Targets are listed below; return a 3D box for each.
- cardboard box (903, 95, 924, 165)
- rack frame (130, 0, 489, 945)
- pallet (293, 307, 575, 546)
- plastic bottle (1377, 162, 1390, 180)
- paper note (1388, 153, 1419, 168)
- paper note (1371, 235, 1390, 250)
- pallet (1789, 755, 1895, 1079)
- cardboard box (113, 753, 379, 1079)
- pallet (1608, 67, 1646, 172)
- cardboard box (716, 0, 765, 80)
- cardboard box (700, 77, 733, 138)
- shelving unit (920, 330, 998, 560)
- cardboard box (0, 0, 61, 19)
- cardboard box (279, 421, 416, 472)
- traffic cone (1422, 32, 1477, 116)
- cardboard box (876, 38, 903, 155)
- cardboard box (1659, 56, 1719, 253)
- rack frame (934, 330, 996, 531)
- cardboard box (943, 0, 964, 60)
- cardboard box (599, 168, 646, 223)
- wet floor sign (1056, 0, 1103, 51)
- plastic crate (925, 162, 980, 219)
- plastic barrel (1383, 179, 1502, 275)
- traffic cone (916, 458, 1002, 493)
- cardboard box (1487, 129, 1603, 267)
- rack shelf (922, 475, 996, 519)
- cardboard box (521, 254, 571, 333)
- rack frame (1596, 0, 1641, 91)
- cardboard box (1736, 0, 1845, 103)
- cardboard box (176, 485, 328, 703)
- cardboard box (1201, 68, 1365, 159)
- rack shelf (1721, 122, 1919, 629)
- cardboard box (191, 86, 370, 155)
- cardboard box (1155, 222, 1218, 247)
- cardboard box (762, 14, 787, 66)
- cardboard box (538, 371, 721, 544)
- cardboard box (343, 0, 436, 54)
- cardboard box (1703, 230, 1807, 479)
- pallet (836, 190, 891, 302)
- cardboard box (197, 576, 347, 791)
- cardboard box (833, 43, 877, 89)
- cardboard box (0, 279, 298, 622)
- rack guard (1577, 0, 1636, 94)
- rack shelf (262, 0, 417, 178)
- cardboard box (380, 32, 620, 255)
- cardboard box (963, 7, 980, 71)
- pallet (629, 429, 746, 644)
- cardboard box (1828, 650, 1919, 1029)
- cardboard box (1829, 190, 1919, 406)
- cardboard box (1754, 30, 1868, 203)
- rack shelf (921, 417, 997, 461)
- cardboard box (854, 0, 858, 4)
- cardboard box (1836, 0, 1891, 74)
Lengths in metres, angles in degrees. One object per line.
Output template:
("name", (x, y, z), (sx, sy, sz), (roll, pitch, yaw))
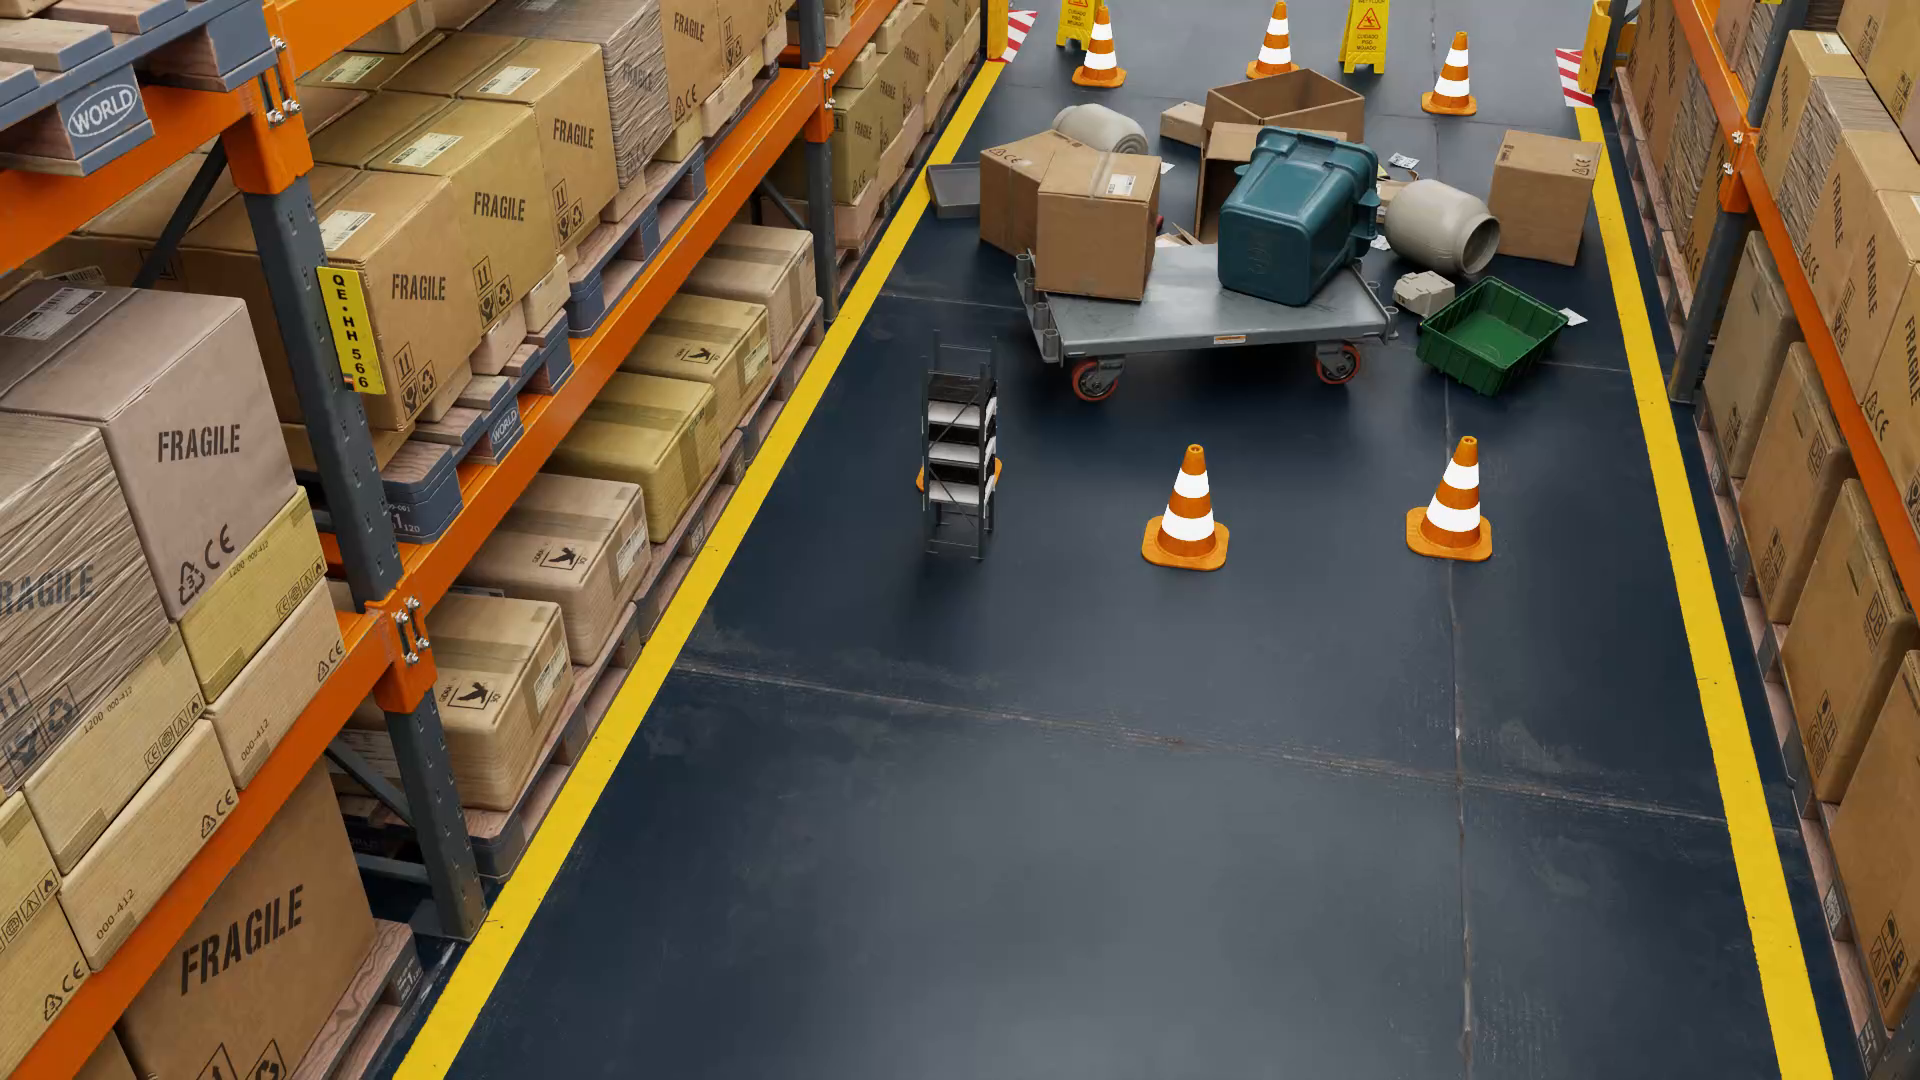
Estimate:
("cardboard box", (-0.502, -2.349, 9.421), (0.500, 0.250, 0.500), (7, 36, 9))
("rack frame", (-1.960, -0.083, 4.308), (1.000, 3.000, 0.127), (7, 37, 10))
("pallet", (-1.912, -0.427, 4.947), (1.213, 0.211, 1.003), (7, 37, 10))
("plastic bottle", (2.396, -2.099, 9.594), (0.133, 0.061, 0.283), (-5, 36, -6))
("paper note", (2.621, -2.242, 9.818), (0.144, 0.017, 0.142), (20, 41, 26))
("paper note", (2.254, -1.616, 8.961), (0.172, 0.023, 0.155), (20, 41, 26))
("pallet", (3.139, 1.166, 4.961), (1.003, 0.211, 1.213), (7, 37, 10))
("cardboard box", (-2.189, 0.993, 4.277), (0.875, 0.875, 0.875), (7, 37, 10))
("pallet", (4.512, -2.510, 10.033), (1.003, 0.211, 1.213), (7, 37, 10))
("cardboard box", (-1.085, -2.129, 6.435), (0.500, 0.500, 0.500), (8, 37, 10))
("cardboard box", (-1.090, -1.667, 6.350), (0.380, 0.149, 0.250), (8, 37, 10))
("shelving unit", (-0.002, -0.360, 6.479), (0.258, 0.900, 0.210), (7, 37, 10))
("cardboard box", (-1.893, -1.274, 2.950), (0.797, 0.503, 0.637), (5, 36, 7))
("cardboard box", (-1.709, -0.314, 4.484), (0.380, 0.149, 0.250), (5, 36, 7))
("traffic cone", (3.105, -2.953, 10.430), (0.336, 0.463, 0.334), (7, 37, 10))
("cardboard box", (-0.613, -2.349, 8.782), (0.500, 0.500, 0.500), (9, 37, 12))
("cardboard box", (4.143, -1.992, 8.396), (0.875, 0.875, 0.875), (8, 37, 10))
("rack frame", (0.020, -0.418, 6.560), (0.240, 0.900, 0.006), (7, 37, 10))
("cardboard box", (-0.276, -3.238, 10.008), (0.500, 0.500, 0.500), (9, 37, 12))
("cardboard box", (-1.316, -1.235, 5.754), (0.380, 0.149, 0.250), (8, 37, 11))
("wet floor sign", (0.835, -3.691, 11.293), (0.267, 0.644, 0.232), (20, 41, 26))
("plastic crate", (0.031, -1.991, 9.429), (0.402, 0.080, 0.583), (-5, 36, -6))
("plastic barrel", (2.495, -1.613, 8.615), (0.421, 0.421, 0.512), (-24, 42, -30))
("traffic cone", (-0.003, -0.463, 6.994), (0.336, 0.463, 0.334), (7, 37, 10))
("cardboard box", (3.081, -1.821, 8.835), (0.500, 0.500, 0.500), (14, 38, 18))
("rack shelf", (-0.002, -0.187, 6.605), (0.258, 0.077, 0.200), (7, 37, 10))
("cardboard box", (-1.433, -0.778, 5.124), (0.380, 0.149, 0.250), (8, 37, 10))
("rack frame", (4.606, -4.107, 9.860), (1.000, 3.000, 0.127), (7, 37, 10))
("cardboard box", (3.819, -2.087, 6.946), (0.875, 0.550, 0.550), (7, 37, 10))
("cardboard box", (-1.815, 0.085, 3.779), (0.500, 0.250, 0.500), (7, 37, 10))
("cardboard box", (1.847, -2.334, 9.542), (0.797, 0.503, 0.637), (-17, 39, -22))
("rack shelf", (3.325, -0.376, 5.325), (1.077, 0.370, 4.000), (7, 37, 10))
("cardboard box", (-2.035, -1.007, 4.887), (0.500, 0.500, 0.500), (7, 36, 9))
("cardboard box", (1.165, -1.467, 8.548), (0.258, 0.266, 0.396), (-17, 39, -22))
("cardboard box", (-0.946, -2.115, 6.968), (0.380, 0.149, 0.250), (8, 37, 11))
("cardboard box", (-1.512, -0.370, 6.586), (0.950, 0.372, 0.625), (8, 37, 12))
("cardboard box", (-1.886, -1.650, 5.221), (0.380, 0.149, 0.250), (6, 36, 8))
("cardboard box", (3.707, -0.706, 6.727), (1.050, 0.750, 0.750), (7, 37, 10))
("pallet", (-0.997, -1.637, 8.828), (1.003, 0.211, 1.213), (7, 37, 10))
("cardboard box", (-1.814, 0.300, 3.908), (0.500, 0.250, 0.500), (6, 36, 8))
("cardboard box", (-0.631, -2.368, 8.254), (0.380, 0.149, 0.250), (8, 37, 11))
("cardboard box", (-1.815, -0.199, 3.531), (0.500, 0.500, 0.500), (6, 36, 9))
("rack guard", (4.611, -3.109, 10.613), (1.175, 0.500, 0.348), (7, 37, 10))
("rack shelf", (-1.533, -2.153, 5.221), (1.077, 0.370, 4.000), (7, 37, 10))
("cardboard box", (-1.426, -1.248, 5.219), (0.500, 0.500, 0.500), (8, 37, 11))
("cardboard box", (-0.166, -3.215, 10.615), (0.500, 0.250, 0.500), (7, 37, 10))
("pallet", (-1.529, -0.099, 6.707), (1.003, 0.211, 1.213), (7, 37, 10))
("cardboard box", (3.115, 0.883, 4.535), (1.050, 0.750, 0.750), (7, 36, 9))
("cardboard box", (3.051, -0.720, 5.102), (0.500, 0.500, 0.500), (8, 37, 11))
("cardboard box", (3.377, -1.586, 6.298), (0.500, 0.500, 0.500), (8, 37, 10))
("rack shelf", (-0.002, -0.406, 6.446), (0.258, 0.077, 0.200), (7, 37, 10))
("cardboard box", (-0.695, -2.722, 8.164), (0.380, 0.149, 0.250), (7, 37, 10))
("cardboard box", (3.651, -1.974, 5.980), (0.700, 0.500, 0.500), (7, 36, 9))
